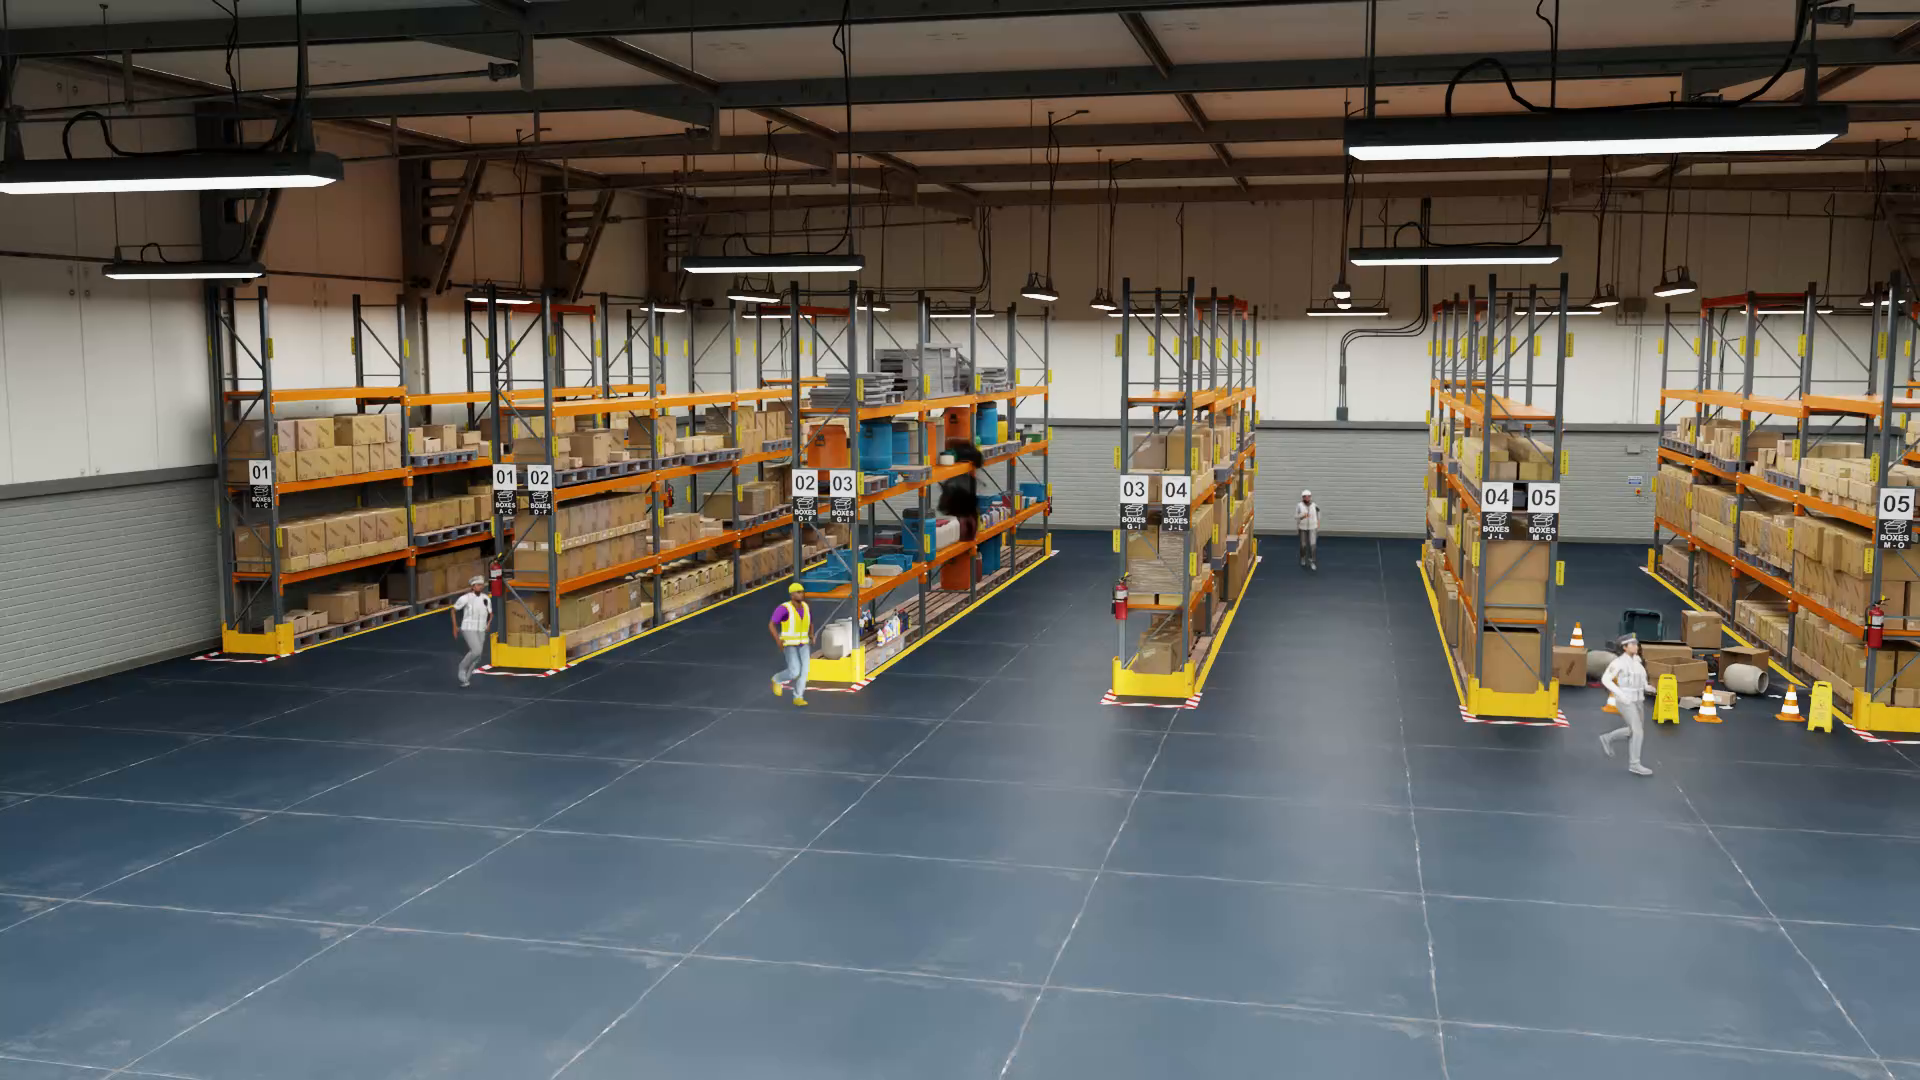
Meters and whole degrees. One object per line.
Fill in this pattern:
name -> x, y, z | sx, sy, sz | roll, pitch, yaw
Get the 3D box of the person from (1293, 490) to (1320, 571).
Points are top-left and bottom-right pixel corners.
person -> 7.886, -0.248, 37.825 | 0.638, 1.793, 0.915 | 1, 7, 7

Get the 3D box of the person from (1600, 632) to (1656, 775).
person -> 7.922, 1.911, 19.774 | 0.625, 1.660, 0.767 | -4, 8, -32

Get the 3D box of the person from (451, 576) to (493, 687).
person -> -7.187, 1.352, 24.741 | 0.593, 1.640, 0.546 | -6, 9, -44

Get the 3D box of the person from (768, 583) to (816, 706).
person -> -2.341, 1.460, 23.497 | 0.734, 1.721, 0.691 | -6, 9, -42
